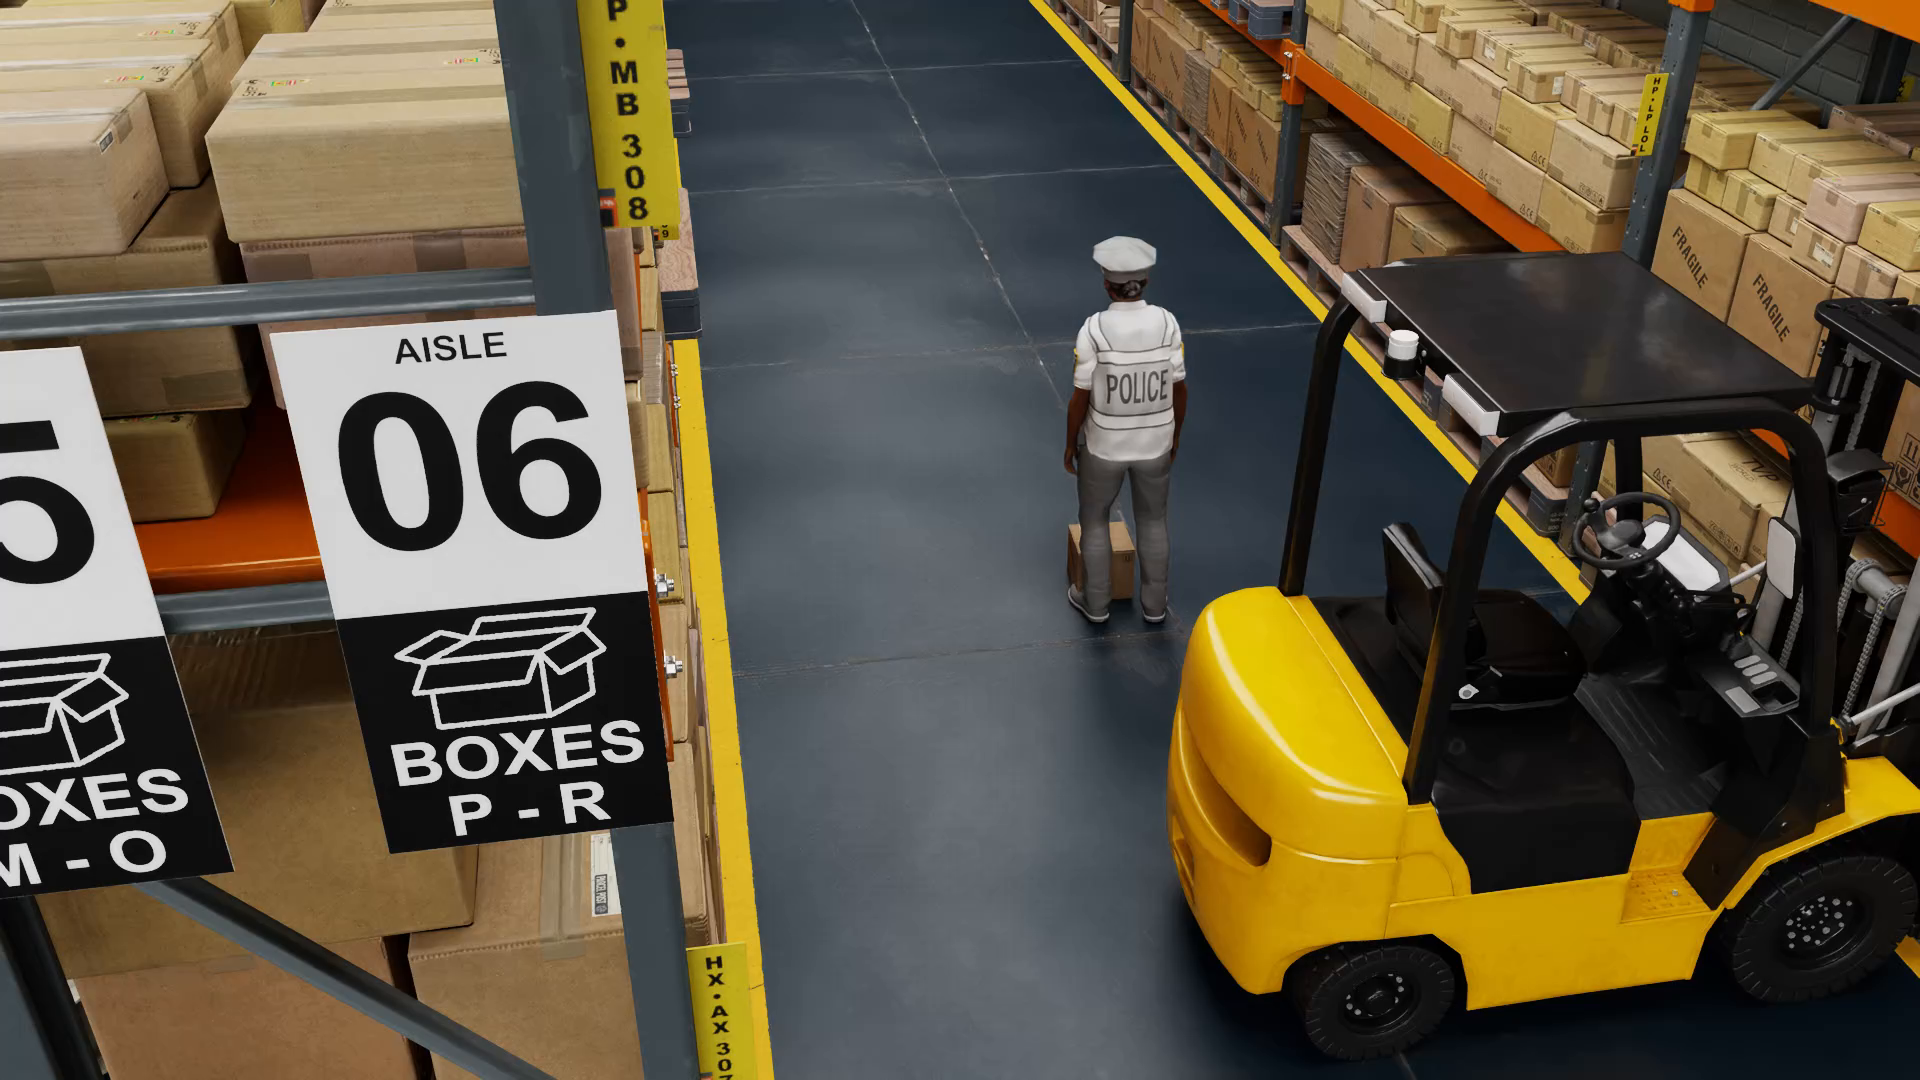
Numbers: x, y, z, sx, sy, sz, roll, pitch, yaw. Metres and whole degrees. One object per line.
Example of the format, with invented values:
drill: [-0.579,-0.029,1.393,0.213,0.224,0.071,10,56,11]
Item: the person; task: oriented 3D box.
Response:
person: [0.672,-0.398,6.797,0.506,1.660,0.415,-5,31,-8]
